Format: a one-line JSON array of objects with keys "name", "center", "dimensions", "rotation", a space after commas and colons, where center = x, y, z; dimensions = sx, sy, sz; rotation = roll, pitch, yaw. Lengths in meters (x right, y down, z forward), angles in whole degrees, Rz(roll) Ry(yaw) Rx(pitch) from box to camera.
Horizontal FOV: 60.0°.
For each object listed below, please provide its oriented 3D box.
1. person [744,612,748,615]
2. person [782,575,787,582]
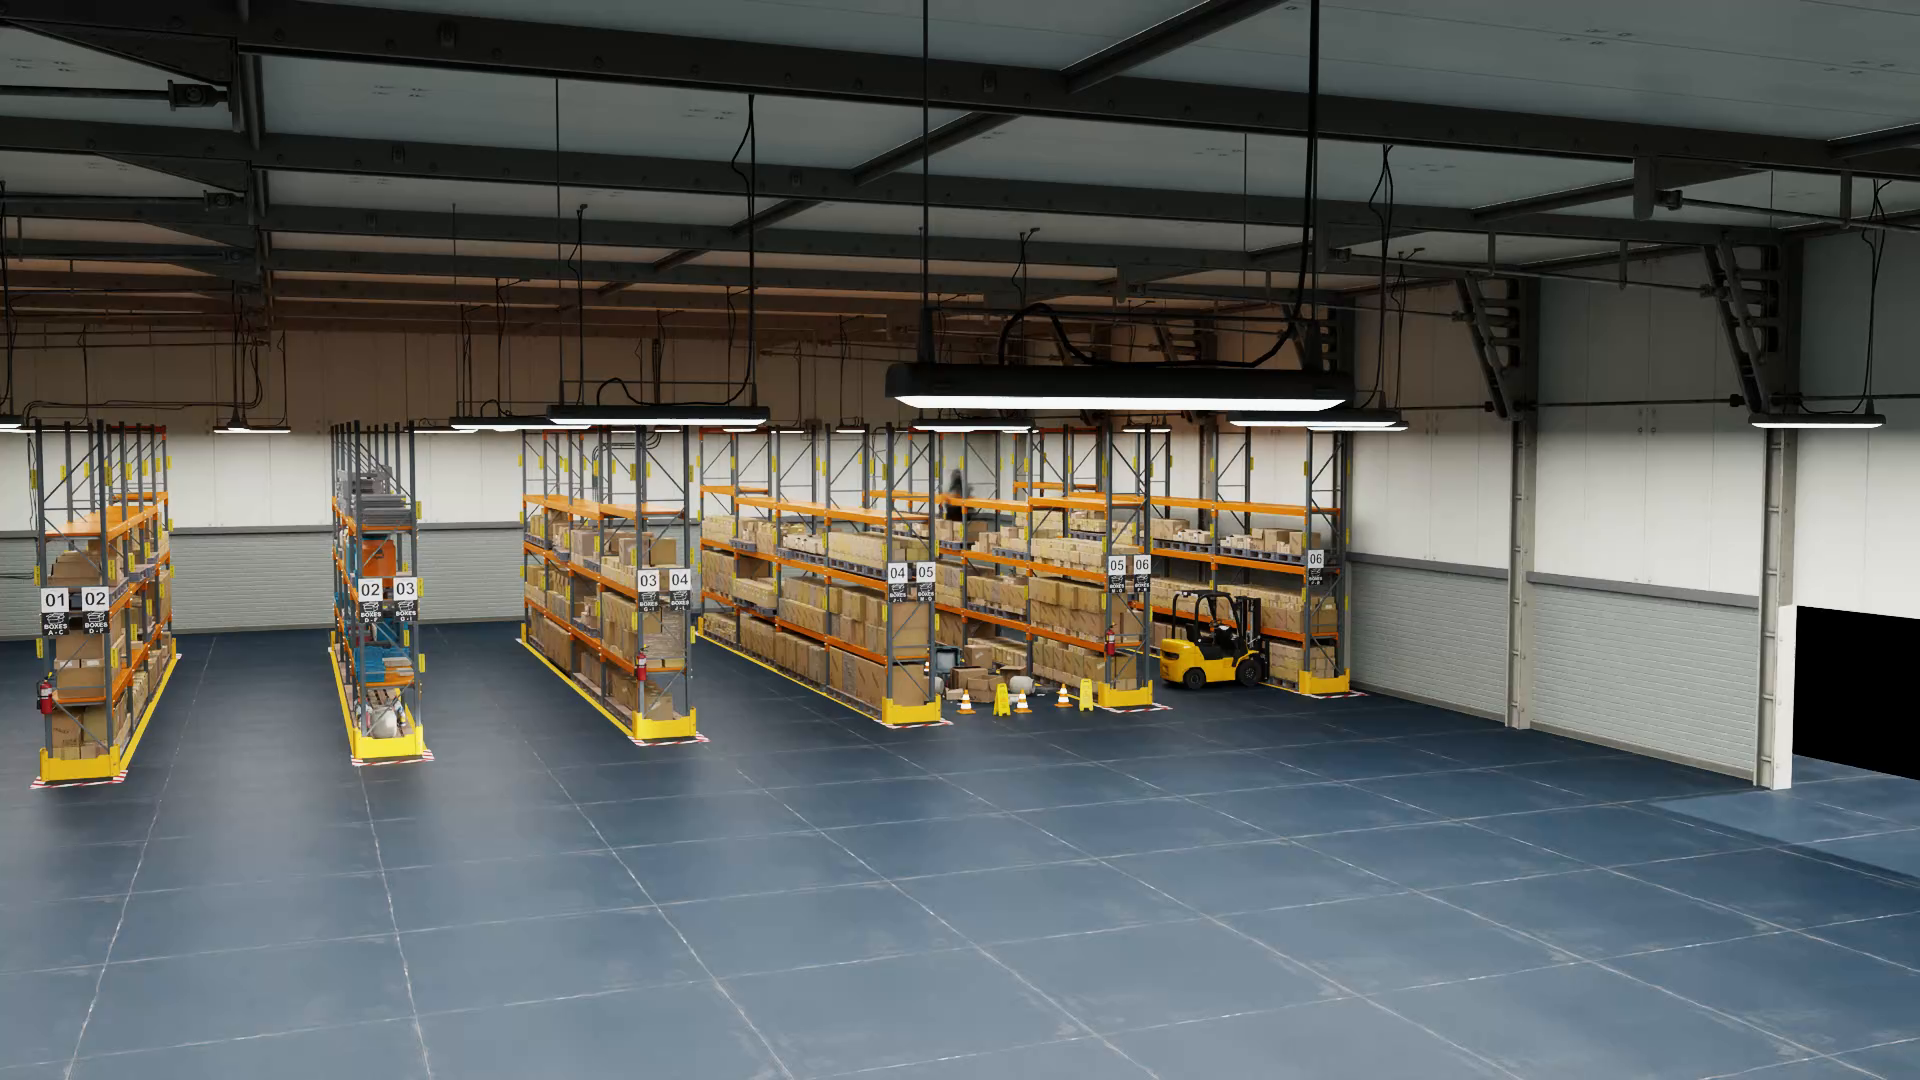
[{"name": "person", "center": [-6.609, 1.794, 49.548], "dimensions": [0.932, 1.661, 0.708], "rotation": [1, 4, 16]}, {"name": "person", "center": [-5.067, 1.442, 48.097], "dimensions": [0.546, 0.816, 0.515], "rotation": [-1, 4, -22]}]
